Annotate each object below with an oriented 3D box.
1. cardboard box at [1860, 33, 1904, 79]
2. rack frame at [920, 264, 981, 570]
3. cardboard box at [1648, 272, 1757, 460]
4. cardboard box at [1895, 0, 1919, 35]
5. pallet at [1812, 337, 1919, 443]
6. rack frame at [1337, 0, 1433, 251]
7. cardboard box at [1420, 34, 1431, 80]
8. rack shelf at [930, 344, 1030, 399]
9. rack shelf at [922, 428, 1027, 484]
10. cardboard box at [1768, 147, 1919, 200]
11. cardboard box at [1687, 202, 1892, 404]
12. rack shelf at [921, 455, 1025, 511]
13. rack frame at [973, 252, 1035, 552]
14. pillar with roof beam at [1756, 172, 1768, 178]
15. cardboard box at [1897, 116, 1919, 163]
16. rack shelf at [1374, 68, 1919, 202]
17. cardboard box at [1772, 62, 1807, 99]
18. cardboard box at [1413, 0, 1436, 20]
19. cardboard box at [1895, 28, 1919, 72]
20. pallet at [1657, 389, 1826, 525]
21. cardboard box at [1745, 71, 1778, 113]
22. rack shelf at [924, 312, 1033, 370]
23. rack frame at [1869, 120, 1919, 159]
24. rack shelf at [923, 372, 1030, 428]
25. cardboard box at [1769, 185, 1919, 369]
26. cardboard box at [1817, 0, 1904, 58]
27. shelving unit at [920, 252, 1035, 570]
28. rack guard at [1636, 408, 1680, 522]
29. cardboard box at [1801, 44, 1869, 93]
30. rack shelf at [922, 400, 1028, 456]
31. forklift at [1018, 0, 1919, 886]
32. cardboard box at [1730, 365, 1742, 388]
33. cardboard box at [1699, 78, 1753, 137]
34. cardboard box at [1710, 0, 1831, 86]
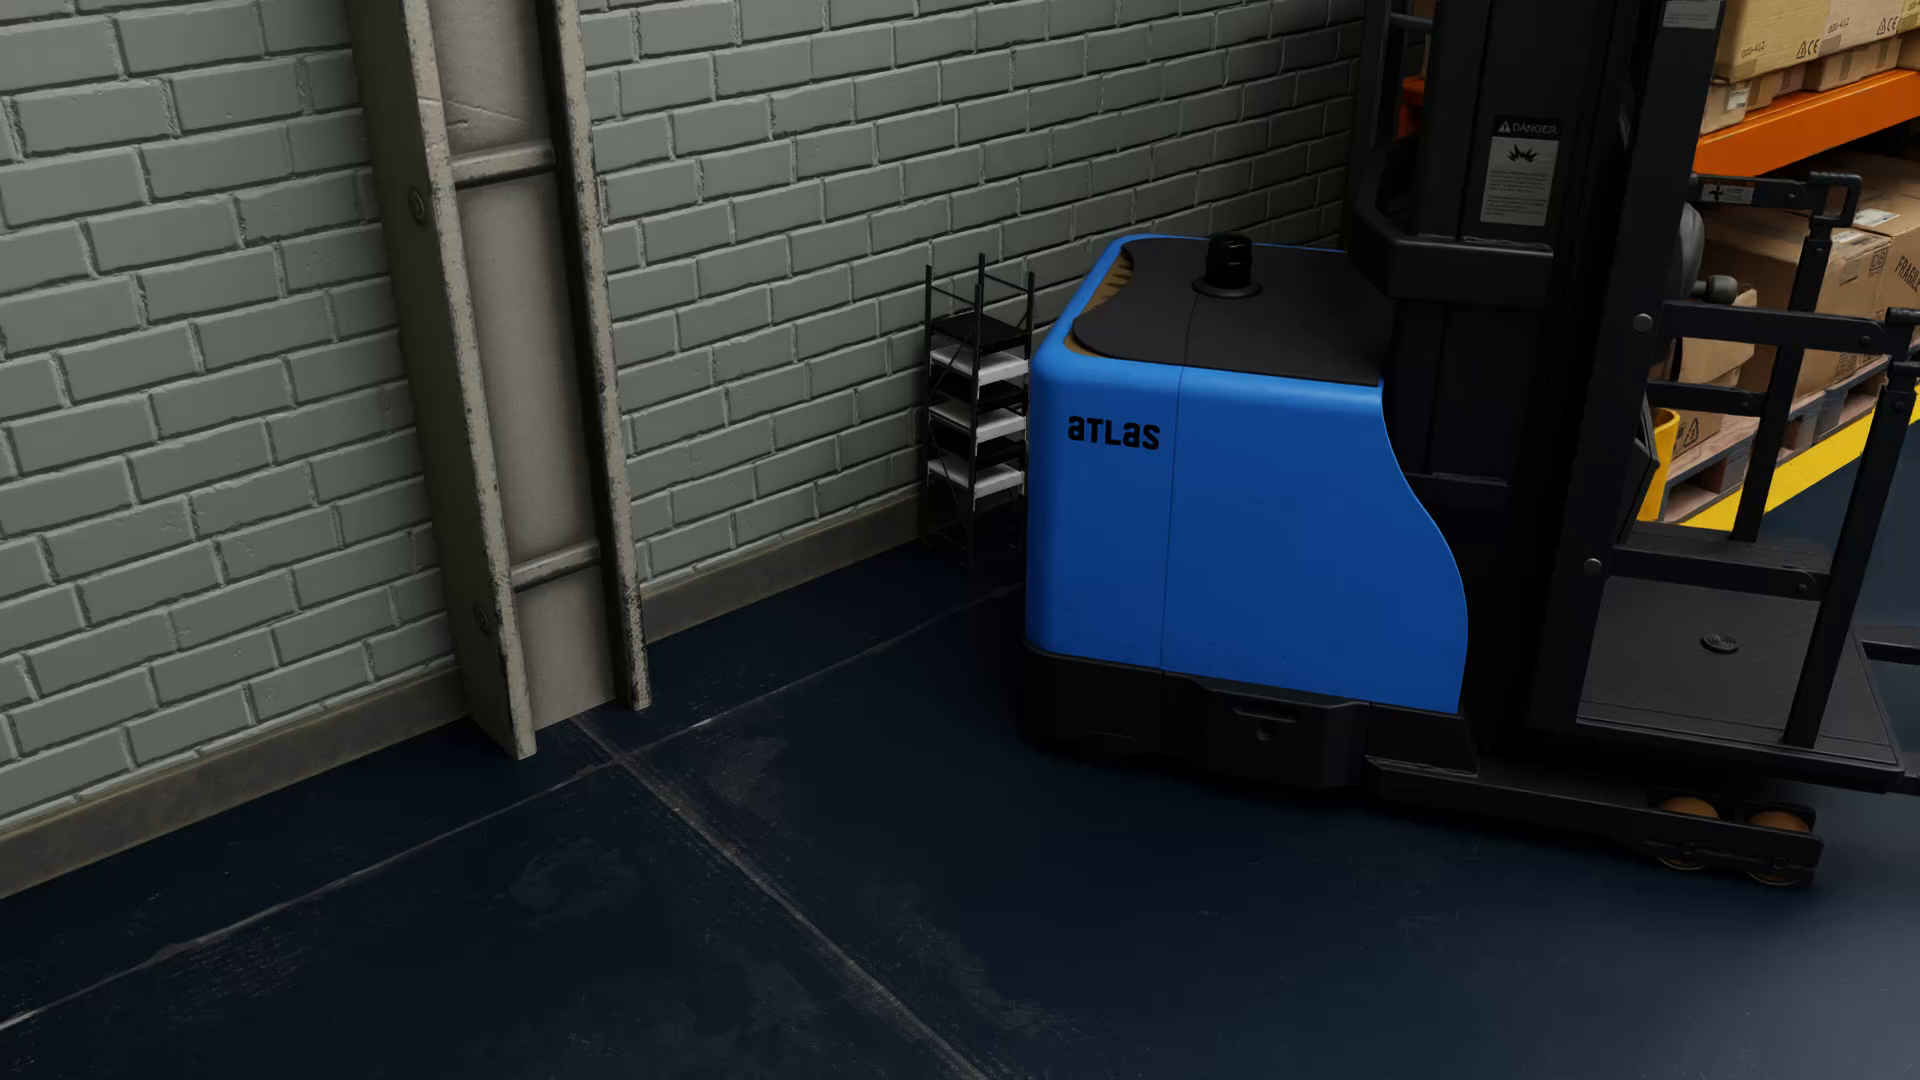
[{"bbox_3d":[2.767,-1.599,5.326,0.250,0.149,0.380,-21,35,-34],"label":"cardboard box"},{"bbox_3d":[-0.032,-0.354,4.941,0.006,0.900,0.240,-19,34,-36],"label":"rack frame"},{"bbox_3d":[2.095,-0.619,5.429,0.637,0.503,0.797,-24,36,-37],"label":"cardboard box"},{"bbox_3d":[2.855,-1.800,5.279,0.500,0.250,0.500,-23,36,-36],"label":"cardboard box"},{"bbox_3d":[3.159,-0.791,6.506,1.213,0.211,1.003,-22,35,-35],"label":"pallet"},{"bbox_3d":[1.568,-1.382,4.653,0.127,3.000,1.000,-22,35,-35],"label":"rack frame"},{"bbox_3d":[1.646,-1.469,5.082,0.250,0.149,0.380,-22,35,-35],"label":"cardboard box"},{"bbox_3d":[0.050,-0.512,4.935,0.200,0.077,0.258,-19,34,-36],"label":"rack shelf"},{"bbox_3d":[0.042,-0.271,5.056,0.200,0.077,0.258,-19,34,-36],"label":"rack shelf"},{"bbox_3d":[3.560,-1.183,6.488,0.500,0.500,0.700,-23,36,-37],"label":"cardboard box"},{"bbox_3d":[2.770,-0.865,5.893,0.500,0.500,0.700,-20,34,-33],"label":"cardboard box"},{"bbox_3d":[0.040,-0.191,5.097,0.200,0.077,0.258,-19,34,-36],"label":"rack shelf"},{"bbox_3d":[0.124,-0.409,5.060,0.006,0.900,0.240,-19,34,-36],"label":"rack frame"},{"bbox_3d":[6.290,-3.818,2.847,0.400,9.000,9.100,-22,35,-35],"label":"pillar with roof beam"},{"bbox_3d":[4.792,-1.945,7.913,0.500,0.500,0.500,-22,35,-35],"label":"cardboard box"},{"bbox_3d":[3.089,-1.676,5.968,4.000,0.370,1.077,-22,35,-35],"label":"rack shelf"},{"bbox_3d":[2.337,-1.461,5.067,0.250,0.149,0.380,-22,35,-36],"label":"cardboard box"},{"bbox_3d":[1.745,-1.683,5.060,0.500,0.250,0.500,-21,34,-34],"label":"cardboard box"},{"bbox_3d":[3.008,-1.650,5.421,0.250,0.149,0.380,-23,36,-36],"label":"cardboard box"},{"bbox_3d":[2.231,-0.419,5.811,1.213,0.211,1.003,-22,35,-35],"label":"pallet"},{"bbox_3d":[2.159,-1.368,4.893,0.250,0.149,0.380,-21,35,-34],"label":"cardboard box"},{"bbox_3d":[0.053,-0.593,4.894,0.200,0.077,0.258,-19,34,-36],"label":"rack shelf"},{"bbox_3d":[4.611,-2.606,6.943,0.127,3.000,1.000,-22,35,-35],"label":"rack frame"},{"bbox_3d":[0.047,-0.432,4.975,0.200,0.077,0.258,-19,34,-36],"label":"rack shelf"},{"bbox_3d":[3.237,-0.991,6.129,0.500,0.500,0.500,-21,35,-34],"label":"cardboard box"},{"bbox_3d":[2.471,-1.643,4.986,0.500,0.250,0.500,-21,35,-34],"label":"cardboard box"},{"bbox_3d":[0.046,-0.381,5.001,0.210,0.900,0.258,-19,34,-36],"label":"shelving unit"},{"bbox_3d":[1.626,-0.303,5.286,0.348,0.500,1.175,-22,35,-35],"label":"rack guard"},{"bbox_3d":[2.569,-1.516,5.171,0.250,0.149,0.380,-21,34,-33],"label":"cardboard box"},{"bbox_3d":[0.045,-0.352,5.016,0.200,0.077,0.258,-19,34,-36],"label":"rack shelf"},{"bbox_3d":[1.723,-0.787,3.613,3.031,2.935,1.130,8,29,14],"label":"forklift"},{"bbox_3d":[2.443,-0.579,5.730,0.250,0.149,0.380,-24,36,-37],"label":"cardboard box"},{"bbox_3d":[1.996,-1.273,4.717,0.250,0.149,0.380,-22,35,-35],"label":"cardboard box"},{"bbox_3d":[2.088,-1.489,4.698,0.500,0.250,0.500,-22,35,-35],"label":"cardboard box"}]
